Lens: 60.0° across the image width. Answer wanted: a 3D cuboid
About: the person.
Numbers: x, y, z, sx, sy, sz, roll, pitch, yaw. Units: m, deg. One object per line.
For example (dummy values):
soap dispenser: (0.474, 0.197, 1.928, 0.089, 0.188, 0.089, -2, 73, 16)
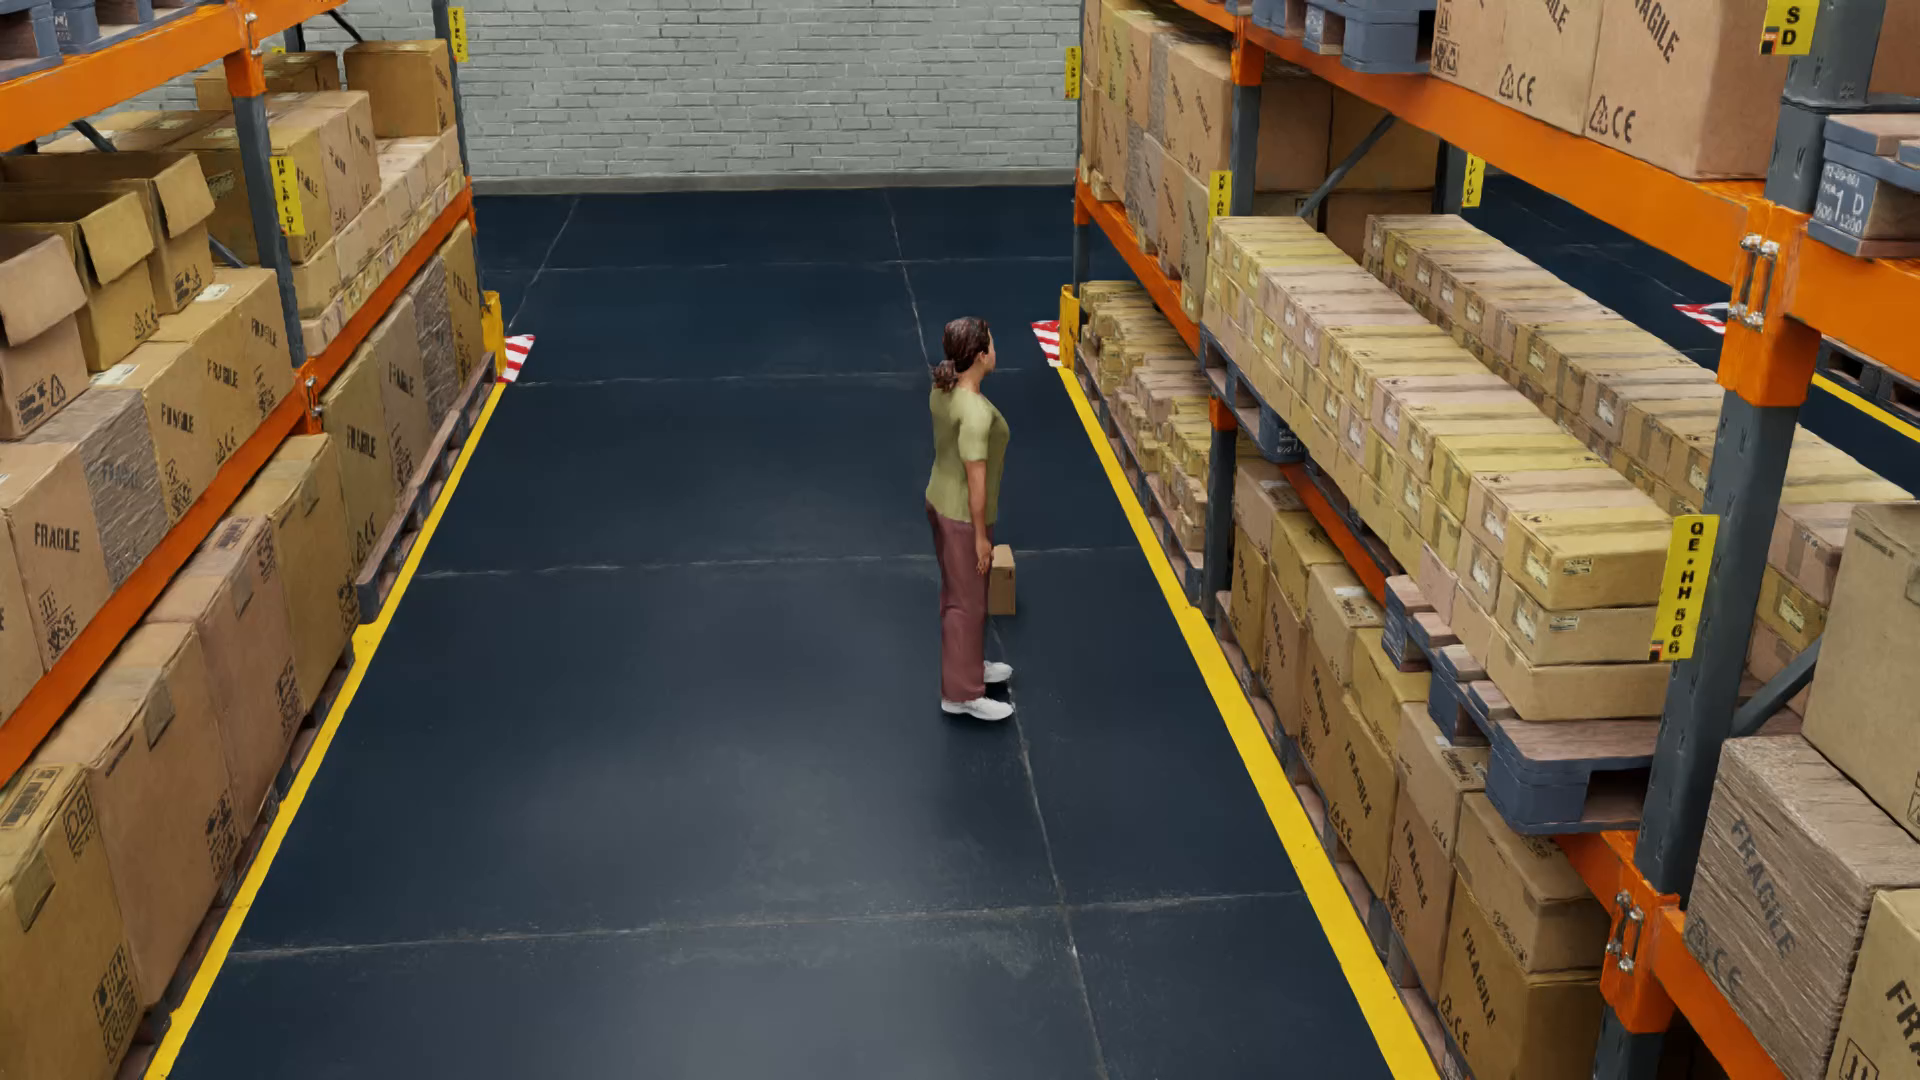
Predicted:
person: (0.074, -0.098, 6.771, 0.399, 1.679, 0.556, -10, 26, -21)
